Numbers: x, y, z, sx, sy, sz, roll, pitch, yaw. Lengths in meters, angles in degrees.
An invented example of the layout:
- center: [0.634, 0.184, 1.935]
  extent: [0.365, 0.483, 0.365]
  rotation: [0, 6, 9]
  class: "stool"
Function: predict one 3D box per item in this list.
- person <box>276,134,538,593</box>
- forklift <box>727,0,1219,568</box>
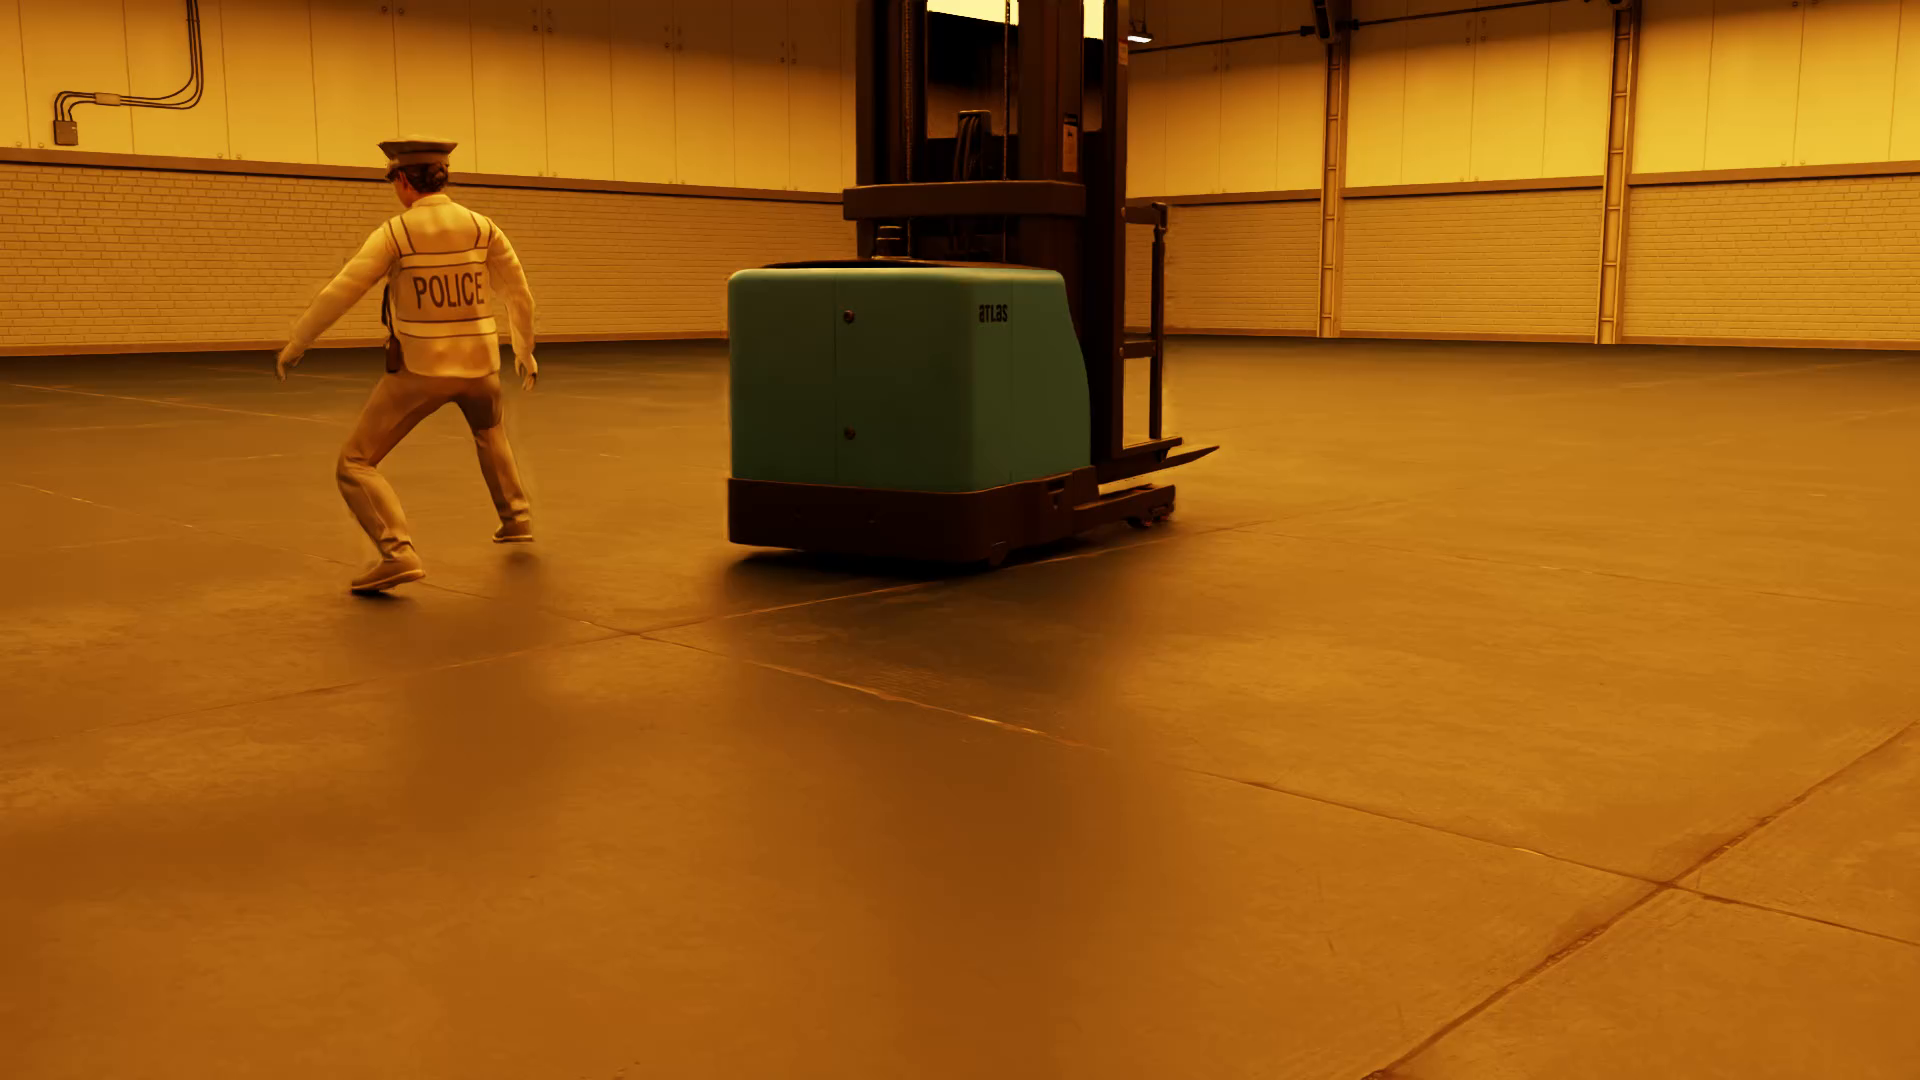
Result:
- center: [-1.836, -0.620, 5.725]
  extent: [0.882, 1.513, 0.670]
  rotation: [-7, 11, -38]
  class: "person"
- center: [0.285, -1.530, 7.038]
  extent: [1.130, 2.935, 3.031]
  rotation: [5, 10, 28]
  class: "forklift"
